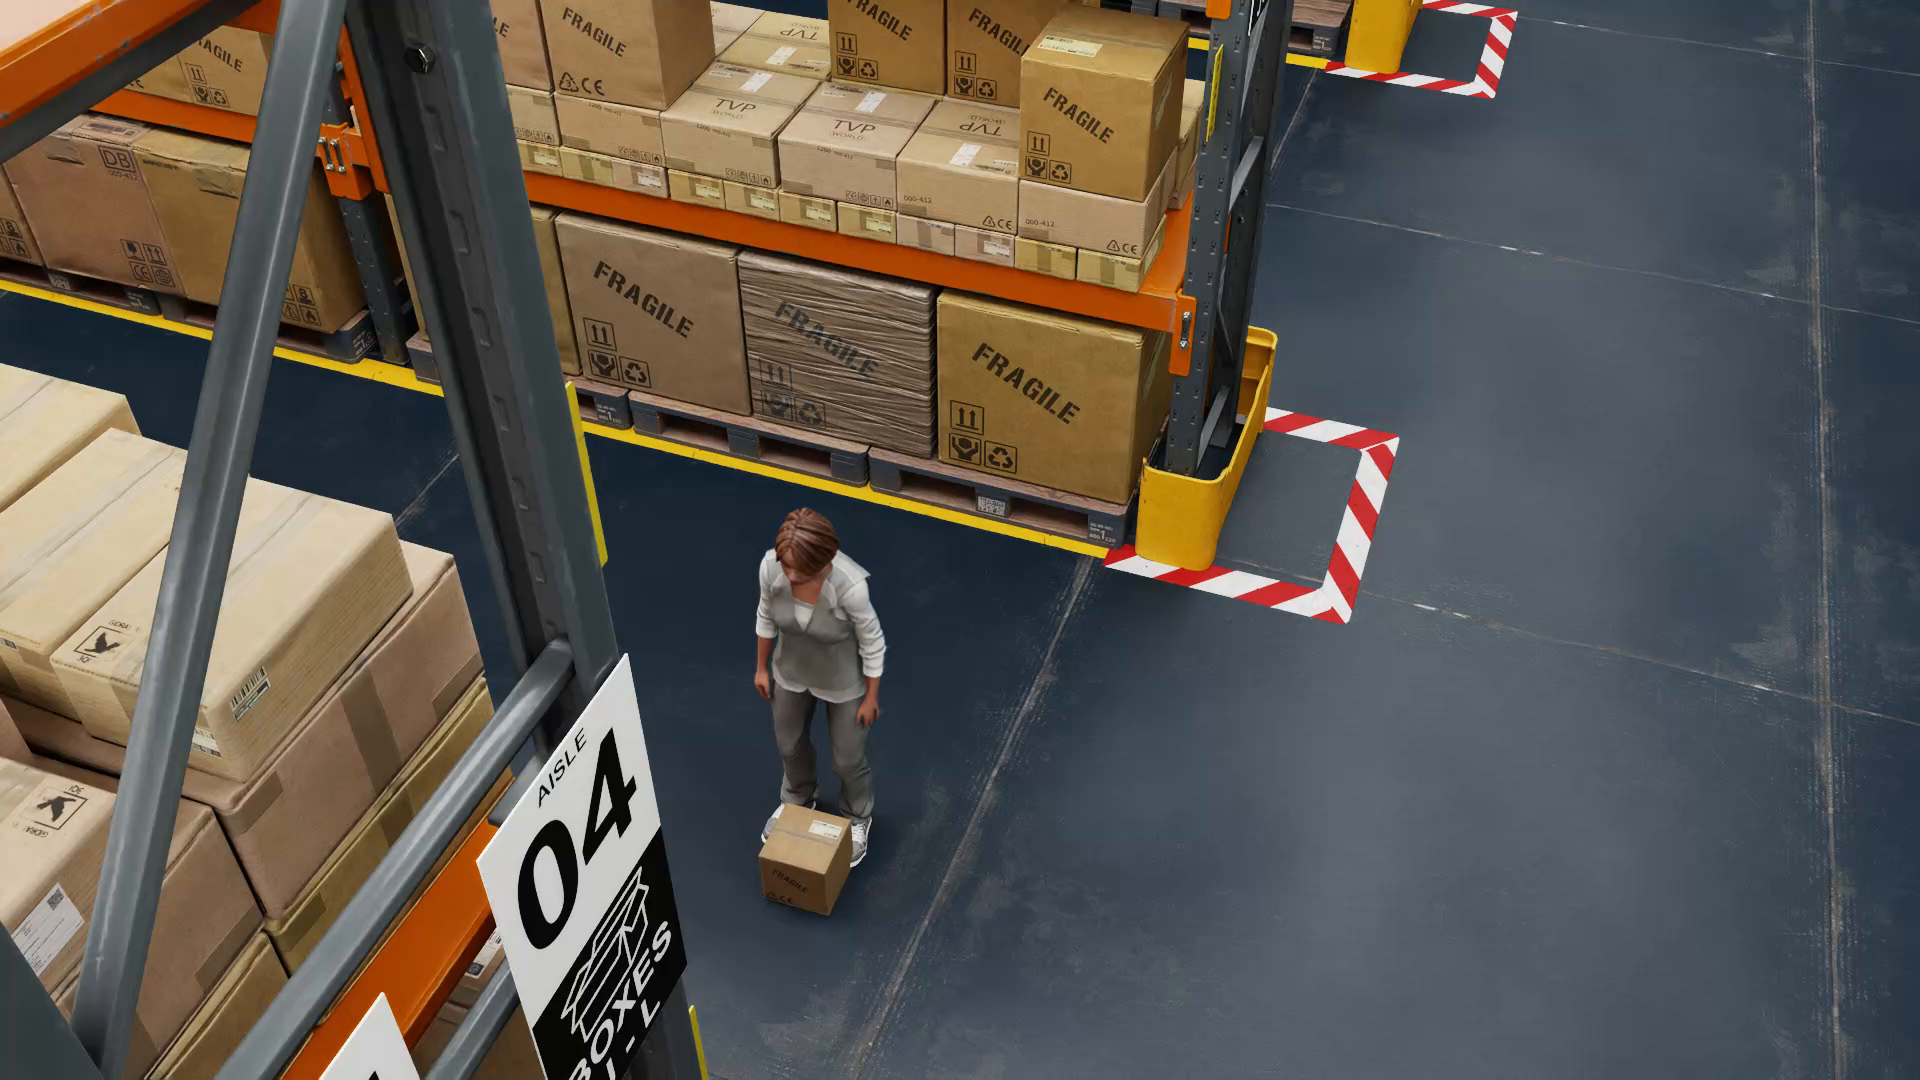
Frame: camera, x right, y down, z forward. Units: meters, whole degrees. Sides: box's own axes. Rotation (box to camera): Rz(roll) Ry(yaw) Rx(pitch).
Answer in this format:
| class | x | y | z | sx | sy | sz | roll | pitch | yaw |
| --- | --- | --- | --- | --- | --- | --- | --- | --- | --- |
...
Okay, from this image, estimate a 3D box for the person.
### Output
| class | x | y | z | sx | sy | sz | roll | pitch | yaw |
| --- | --- | --- | --- | --- | --- | --- | --- | --- | --- |
| person | -0.472 | 0.574 | 5.713 | 0.462 | 1.352 | 0.320 | 14 | 44 | 15 |
